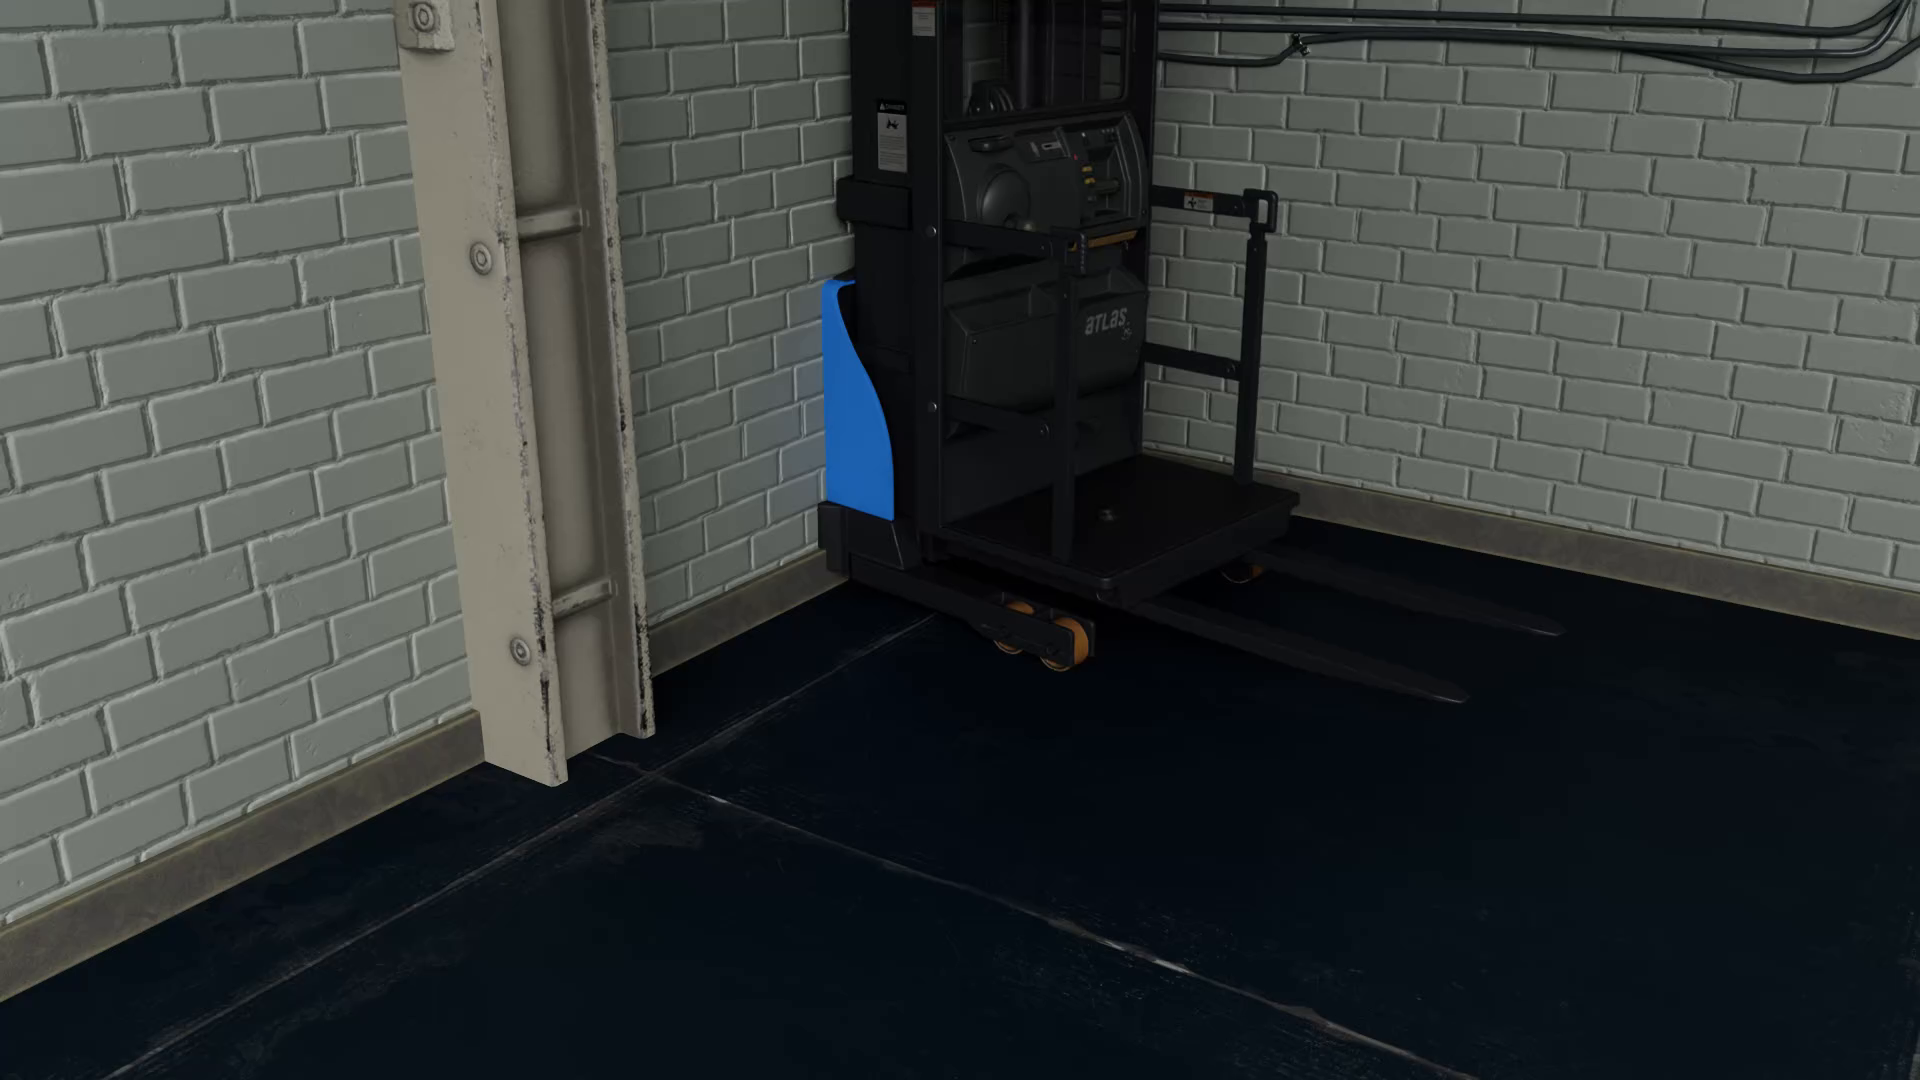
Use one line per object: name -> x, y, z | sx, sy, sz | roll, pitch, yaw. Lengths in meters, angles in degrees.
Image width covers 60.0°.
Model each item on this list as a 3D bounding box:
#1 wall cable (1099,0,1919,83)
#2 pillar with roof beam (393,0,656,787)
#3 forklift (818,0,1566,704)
wall cable -> 1.643, -2.774, 5.268 | 3.097, 2.526, 0.112 | 13, 24, 32
pillar with roof beam -> 2.453, -2.803, 0.872 | 9.100, 9.000, 0.400 | 13, 24, 32
forklift -> 0.449, -1.171, 5.206 | 3.031, 2.935, 1.130 | 18, 27, 39
